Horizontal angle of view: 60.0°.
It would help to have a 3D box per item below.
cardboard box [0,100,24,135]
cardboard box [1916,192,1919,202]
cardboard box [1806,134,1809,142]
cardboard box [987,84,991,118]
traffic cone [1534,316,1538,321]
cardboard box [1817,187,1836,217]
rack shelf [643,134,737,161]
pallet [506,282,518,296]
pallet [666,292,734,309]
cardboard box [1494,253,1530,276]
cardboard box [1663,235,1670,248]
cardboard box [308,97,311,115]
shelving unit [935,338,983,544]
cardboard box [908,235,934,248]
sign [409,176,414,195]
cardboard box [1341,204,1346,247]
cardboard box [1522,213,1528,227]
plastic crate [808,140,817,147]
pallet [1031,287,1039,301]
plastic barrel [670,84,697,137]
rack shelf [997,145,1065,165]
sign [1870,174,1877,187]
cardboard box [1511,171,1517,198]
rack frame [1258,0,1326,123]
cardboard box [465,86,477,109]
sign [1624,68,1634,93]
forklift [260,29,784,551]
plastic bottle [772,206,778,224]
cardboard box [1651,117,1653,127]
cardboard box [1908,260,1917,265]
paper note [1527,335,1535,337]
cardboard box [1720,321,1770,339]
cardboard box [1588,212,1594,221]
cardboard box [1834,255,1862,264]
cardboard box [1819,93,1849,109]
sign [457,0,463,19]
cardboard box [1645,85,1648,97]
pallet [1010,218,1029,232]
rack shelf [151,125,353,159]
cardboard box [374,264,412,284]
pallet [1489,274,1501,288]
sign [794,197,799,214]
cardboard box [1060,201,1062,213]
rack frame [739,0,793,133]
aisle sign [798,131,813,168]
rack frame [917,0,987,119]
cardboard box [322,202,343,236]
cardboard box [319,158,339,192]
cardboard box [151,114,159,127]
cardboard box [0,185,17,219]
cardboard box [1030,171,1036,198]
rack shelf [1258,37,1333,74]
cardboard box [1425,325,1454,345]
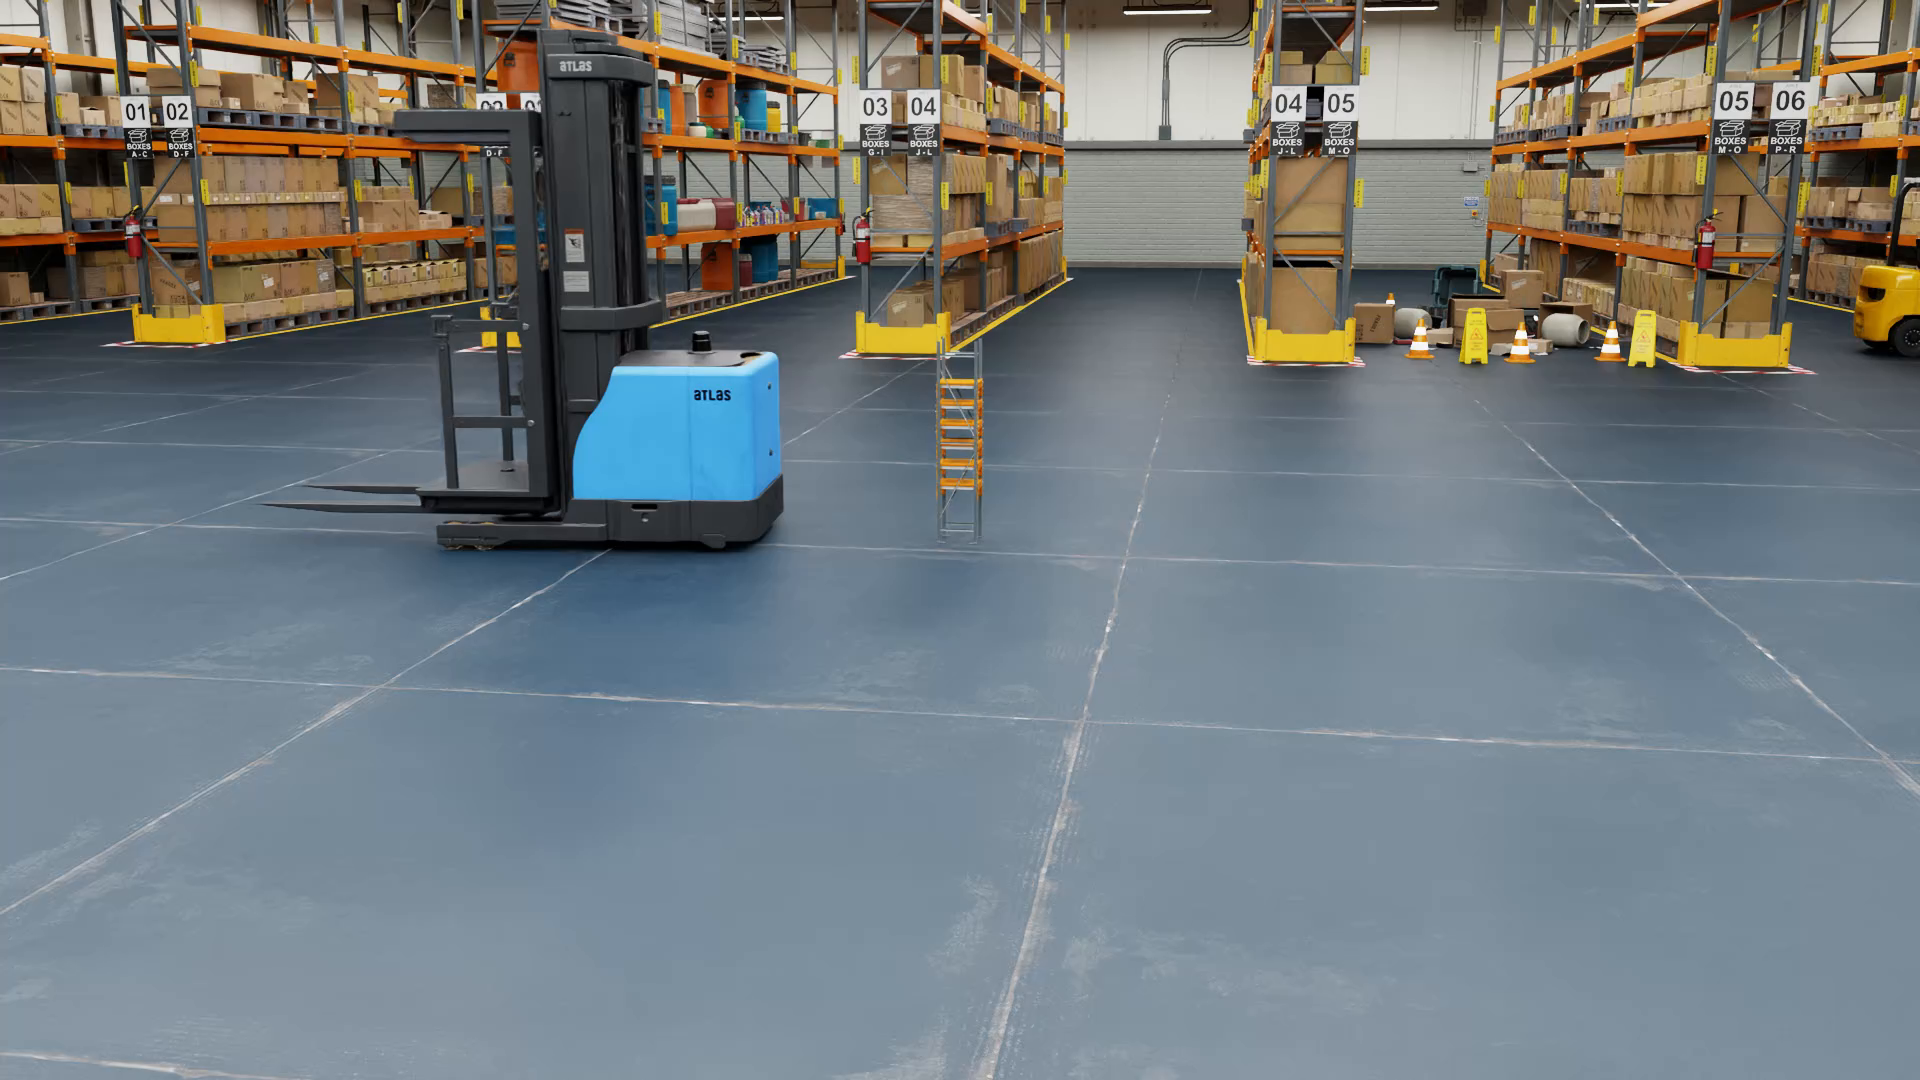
[{"bbox_3d":[-14.720,-6.453,25.411,0.500,0.500,0.500,1,12,4],"label":"cardboard box"},{"bbox_3d":[14.806,-5.215,25.296,0.380,0.149,0.250,2,12,10],"label":"cardboard box"},{"bbox_3d":[15.578,-7.277,30.114,0.380,0.149,0.250,2,12,8],"label":"cardboard box"},{"bbox_3d":[0.057,-6.481,24.585,0.797,0.503,0.637,1,12,6],"label":"cardboard box"},{"bbox_3d":[8.487,-3.407,24.703,0.336,0.463,0.334,2,12,9],"label":"traffic cone"},{"bbox_3d":[15.440,-5.902,29.023,0.700,0.500,0.500,2,12,9],"label":"cardboard box"},{"bbox_3d":[-4.699,-6.356,26.953,1.077,0.370,4.000,2,12,9],"label":"rack shelf"},{"bbox_3d":[-8.943,-4.863,32.058,1.003,0.211,1.213,2,12,9],"label":"pallet"},{"bbox_3d":[-4.549,-4.134,28.677,1.003,0.211,1.213,2,12,9],"label":"pallet"},{"bbox_3d":[11.522,-5.653,34.191,0.875,0.438,0.875,1,12,7],"label":"cardboard box"},{"bbox_3d":[9.038,-3.741,20.829,0.380,0.149,0.250,2,12,8],"label":"cardboard box"},{"bbox_3d":[-13.689,-8.978,34.754,0.500,0.500,0.500,2,12,8],"label":"cardboard box"},{"bbox_3d":[-0.002,-0.584,9.853,0.258,1.200,0.189,2,12,9],"label":"shelving unit"},{"bbox_3d":[-0.449,-3.761,20.919,0.380,0.149,0.250,2,12,9],"label":"cardboard box"},{"bbox_3d":[-9.823,-6.362,29.833,0.100,0.325,0.005,2,12,9],"label":"sign"},{"bbox_3d":[4.443,-4.030,21.216,0.875,0.550,0.550,2,12,9],"label":"cardboard box"},{"bbox_3d":[10.581,-5.852,30.385,0.500,0.250,0.500,2,12,7],"label":"cardboard box"},{"bbox_3d":[-3.234,-8.222,34.531,0.437,0.136,0.530,2,12,9],"label":"plastic crate"},{"bbox_3d":[0.888,-4.549,30.600,1.003,0.211,1.213,2,12,9],"label":"pallet"},{"bbox_3d":[-4.732,-7.205,27.996,0.600,0.901,0.600,0,12,0],"label":"plastic barrel"},{"bbox_3d":[1.425,-7.861,33.936,1.077,0.370,4.000,2,12,9],"label":"rack shelf"},{"bbox_3d":[16.364,-6.397,29.810,0.100,0.325,0.005,2,12,9],"label":"sign"},{"bbox_3d":[10.795,-6.759,31.625,0.500,0.500,0.500,2,12,8],"label":"cardboard box"},{"bbox_3d":[5.388,-8.248,26.905,1.000,3.000,0.127,2,12,9],"label":"rack frame"},{"bbox_3d":[-9.134,-8.020,30.355,0.500,0.500,0.500,2,12,9],"label":"cardboard box"},{"bbox_3d":[9.130,-6.272,22.695,0.100,0.325,0.005,2,12,9],"label":"sign"},{"bbox_3d":[-2.654,-1.481,9.909,3.031,2.935,1.130,1,12,4],"label":"forklift"},{"bbox_3d":[-3.594,-6.264,32.057,0.144,0.351,0.185,2,12,9],"label":"plastic bottle"},{"bbox_3d":[9.365,-5.522,21.973,0.380,0.149,0.250,2,12,9],"label":"cardboard box"},{"bbox_3d":[15.655,-4.469,27.008,0.380,0.149,0.250,2,12,10],"label":"cardboard box"},{"bbox_3d":[7.912,-2.837,23.084,0.148,0.019,0.142,2,12,9],"label":"paper note"},{"bbox_3d":[9.462,-2.531,20.146,0.500,0.250,0.500,2,12,8],"label":"cardboard box"},{"bbox_3d":[9.874,-4.974,25.555,0.380,0.149,0.250,3,12,12],"label":"cardboard box"},{"bbox_3d":[15.398,-4.861,28.825,0.380,0.149,0.250,2,12,9],"label":"cardboard box"},{"bbox_3d":[15.424,-7.743,29.354,0.396,0.266,0.258,2,12,8],"label":"cardboard box"},{"bbox_3d":[-8.736,-9.268,29.047,0.100,0.325,0.005,2,12,9],"label":"sign"},{"bbox_3d":[9.248,-5.912,21.889,0.380,0.149,0.250,1,12,7],"label":"cardboard box"},{"bbox_3d":[0.498,-5.252,27.697,1.213,0.211,1.003,2,12,9],"label":"pallet"},{"bbox_3d":[-10.208,-5.685,23.838,1.077,0.370,4.000,2,12,9],"label":"rack shelf"},{"bbox_3d":[-9.430,-4.411,27.541,0.500,0.311,0.500,1,12,7],"label":"cardboard box"},{"bbox_3d":[11.479,-5.309,34.128,1.003,0.211,1.213,2,12,9],"label":"pallet"},{"bbox_3d":[-3.233,-6.607,32.875,0.100,0.325,0.005,2,12,9],"label":"sign"},{"bbox_3d":[1.921,-7.125,35.585,0.500,0.250,0.500,2,12,8],"label":"cardboard box"},{"bbox_3d":[-3.776,-9.423,32.357,1.000,3.000,0.127,2,12,9],"label":"rack frame"},{"bbox_3d":[-3.444,-8.618,36.693,0.394,0.787,0.004,2,12,9],"label":"aisle sign"},{"bbox_3d":[-0.113,-7.597,23.885,1.000,3.000,0.127,2,12,9],"label":"rack frame"},{"bbox_3d":[-9.963,-4.942,25.570,0.700,0.500,0.500,2,12,7],"label":"cardboard box"},{"bbox_3d":[-9.963,-5.577,25.433,0.700,0.500,0.500,2,12,9],"label":"cardboard box"},{"bbox_3d":[-14.472,-7.238,29.048,0.797,0.503,0.637,4,13,17],"label":"cardboard box"},{"bbox_3d":[-14.722,-5.132,25.215,0.500,0.500,0.500,2,12,7],"label":"cardboard box"},{"bbox_3d":[1.028,-6.736,31.510,0.797,0.503,0.637,2,12,7],"label":"cardboard box"},{"bbox_3d":[5.080,-7.284,25.091,1.077,0.370,4.000,2,12,9],"label":"rack shelf"},{"bbox_3d":[6.328,-2.729,22.025,0.396,0.266,0.258,4,13,18],"label":"cardboard box"}]
